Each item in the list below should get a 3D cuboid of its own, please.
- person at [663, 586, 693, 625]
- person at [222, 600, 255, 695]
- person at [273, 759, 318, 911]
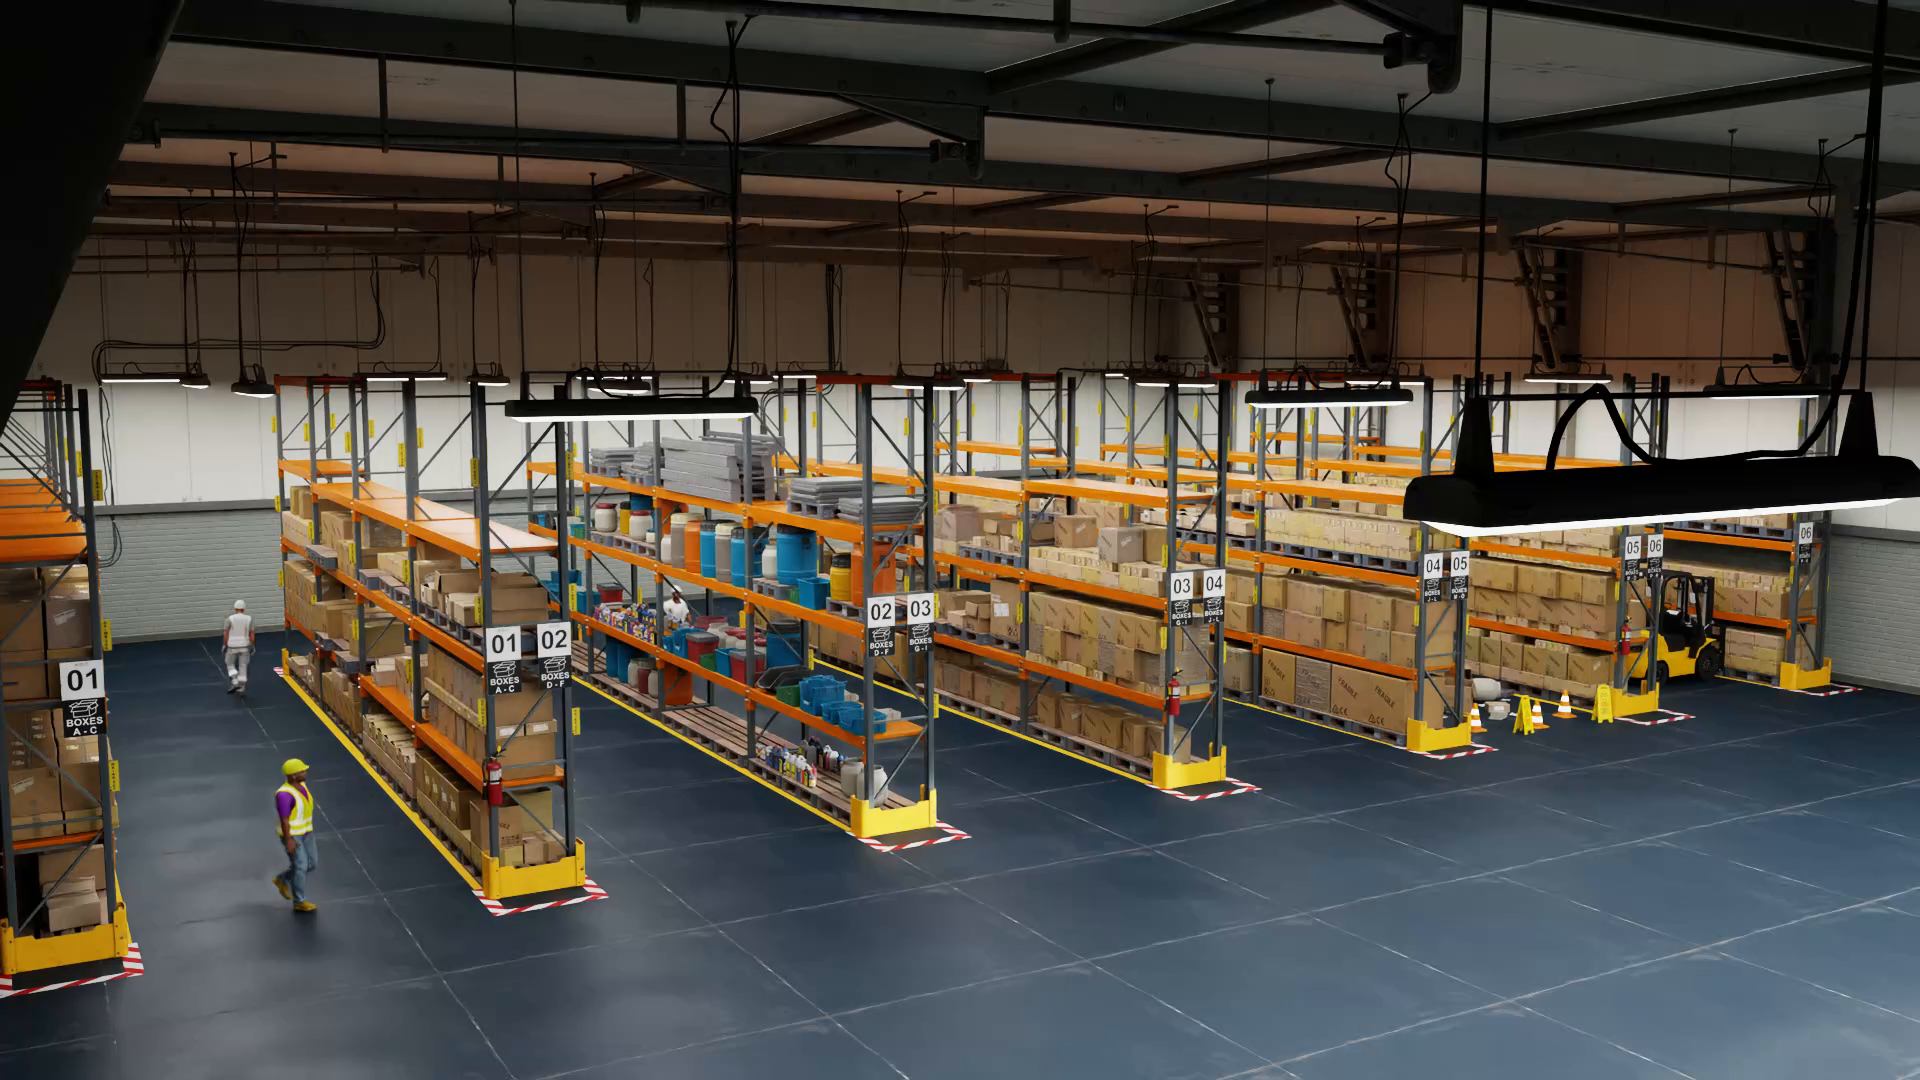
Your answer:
[{"bbox_3d":[-5.717,1.782,33.721,1.088,1.713,0.622,6,8,42],"label":"person"},{"bbox_3d":[-13.526,2.021,31.203,0.586,1.785,0.475,-3,7,-27],"label":"person"},{"bbox_3d":[-7.663,3.361,19.056,0.650,1.755,0.566,2,6,14],"label":"person"}]
